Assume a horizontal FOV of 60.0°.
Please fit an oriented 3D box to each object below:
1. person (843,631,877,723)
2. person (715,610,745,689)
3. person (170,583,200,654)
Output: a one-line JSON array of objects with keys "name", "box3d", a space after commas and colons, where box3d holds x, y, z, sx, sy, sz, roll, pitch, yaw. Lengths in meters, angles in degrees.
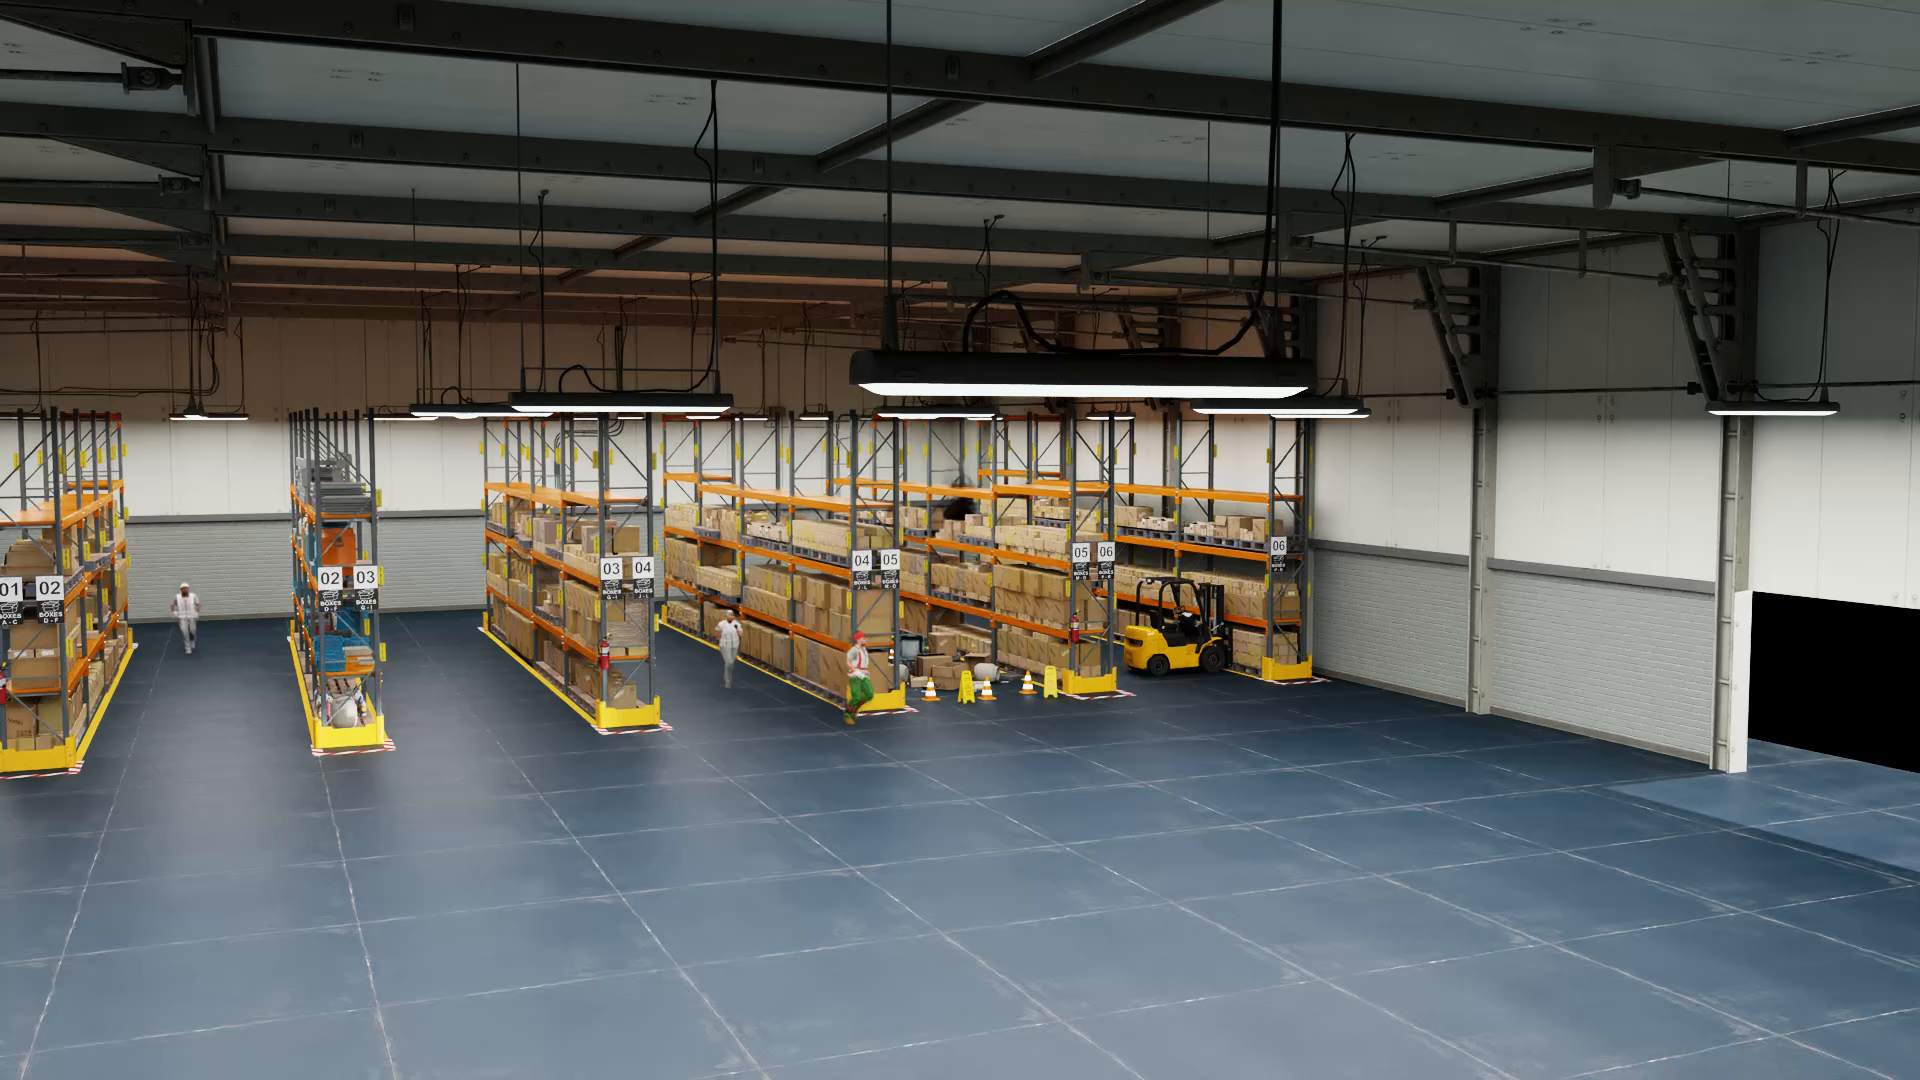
[{"name": "person", "box3d": [-1.865, 2.622, 31.870, 0.597, 1.725, 0.720, 2, 5, 31]}, {"name": "person", "box3d": [-4.986, 2.373, 36.174, 0.561, 1.729, 0.757, -2, 4, -27]}, {"name": "person", "box3d": [-19.331, 1.949, 41.497, 0.689, 1.749, 0.604, -2, 5, -28]}]
